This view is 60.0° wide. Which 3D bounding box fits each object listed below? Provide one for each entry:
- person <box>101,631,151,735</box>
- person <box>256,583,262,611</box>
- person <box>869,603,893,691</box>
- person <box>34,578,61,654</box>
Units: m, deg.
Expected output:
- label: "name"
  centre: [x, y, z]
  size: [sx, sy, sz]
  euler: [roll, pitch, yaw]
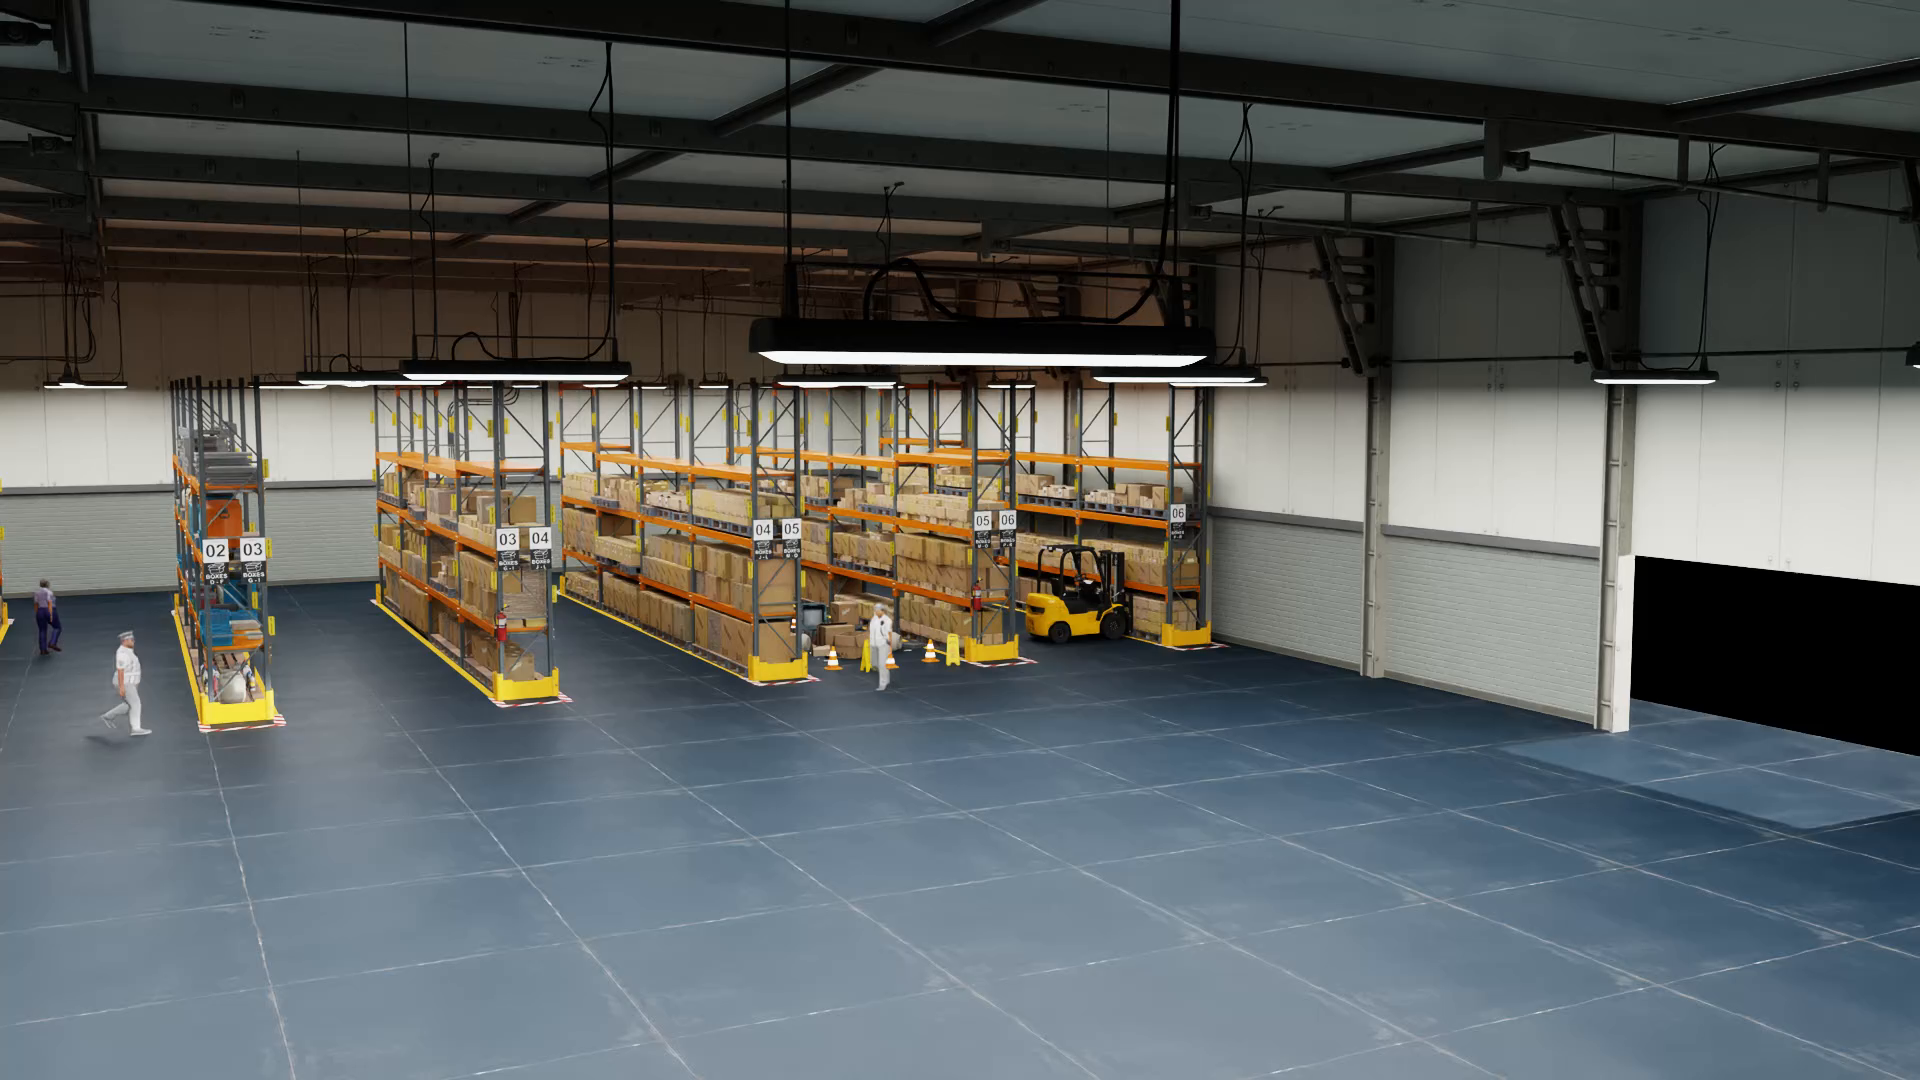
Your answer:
- label: "person"
  centre: [-13.920, 2.377, 27.686]
  size: [0.823, 1.735, 0.537]
  euler: [-1, 5, -7]
- label: "person"
  centre: [-18.335, 1.008, 43.040]
  size: [0.577, 1.746, 0.506]
  euler: [1, 5, 8]
- label: "person"
  centre: [-1.499, 2.036, 32.128]
  size: [0.470, 1.655, 0.711]
  euler: [4, 6, 35]
- label: "person"
  centre: [-19.994, 1.663, 36.388]
  size: [0.528, 1.632, 0.491]
  euler: [-1, 5, -8]
